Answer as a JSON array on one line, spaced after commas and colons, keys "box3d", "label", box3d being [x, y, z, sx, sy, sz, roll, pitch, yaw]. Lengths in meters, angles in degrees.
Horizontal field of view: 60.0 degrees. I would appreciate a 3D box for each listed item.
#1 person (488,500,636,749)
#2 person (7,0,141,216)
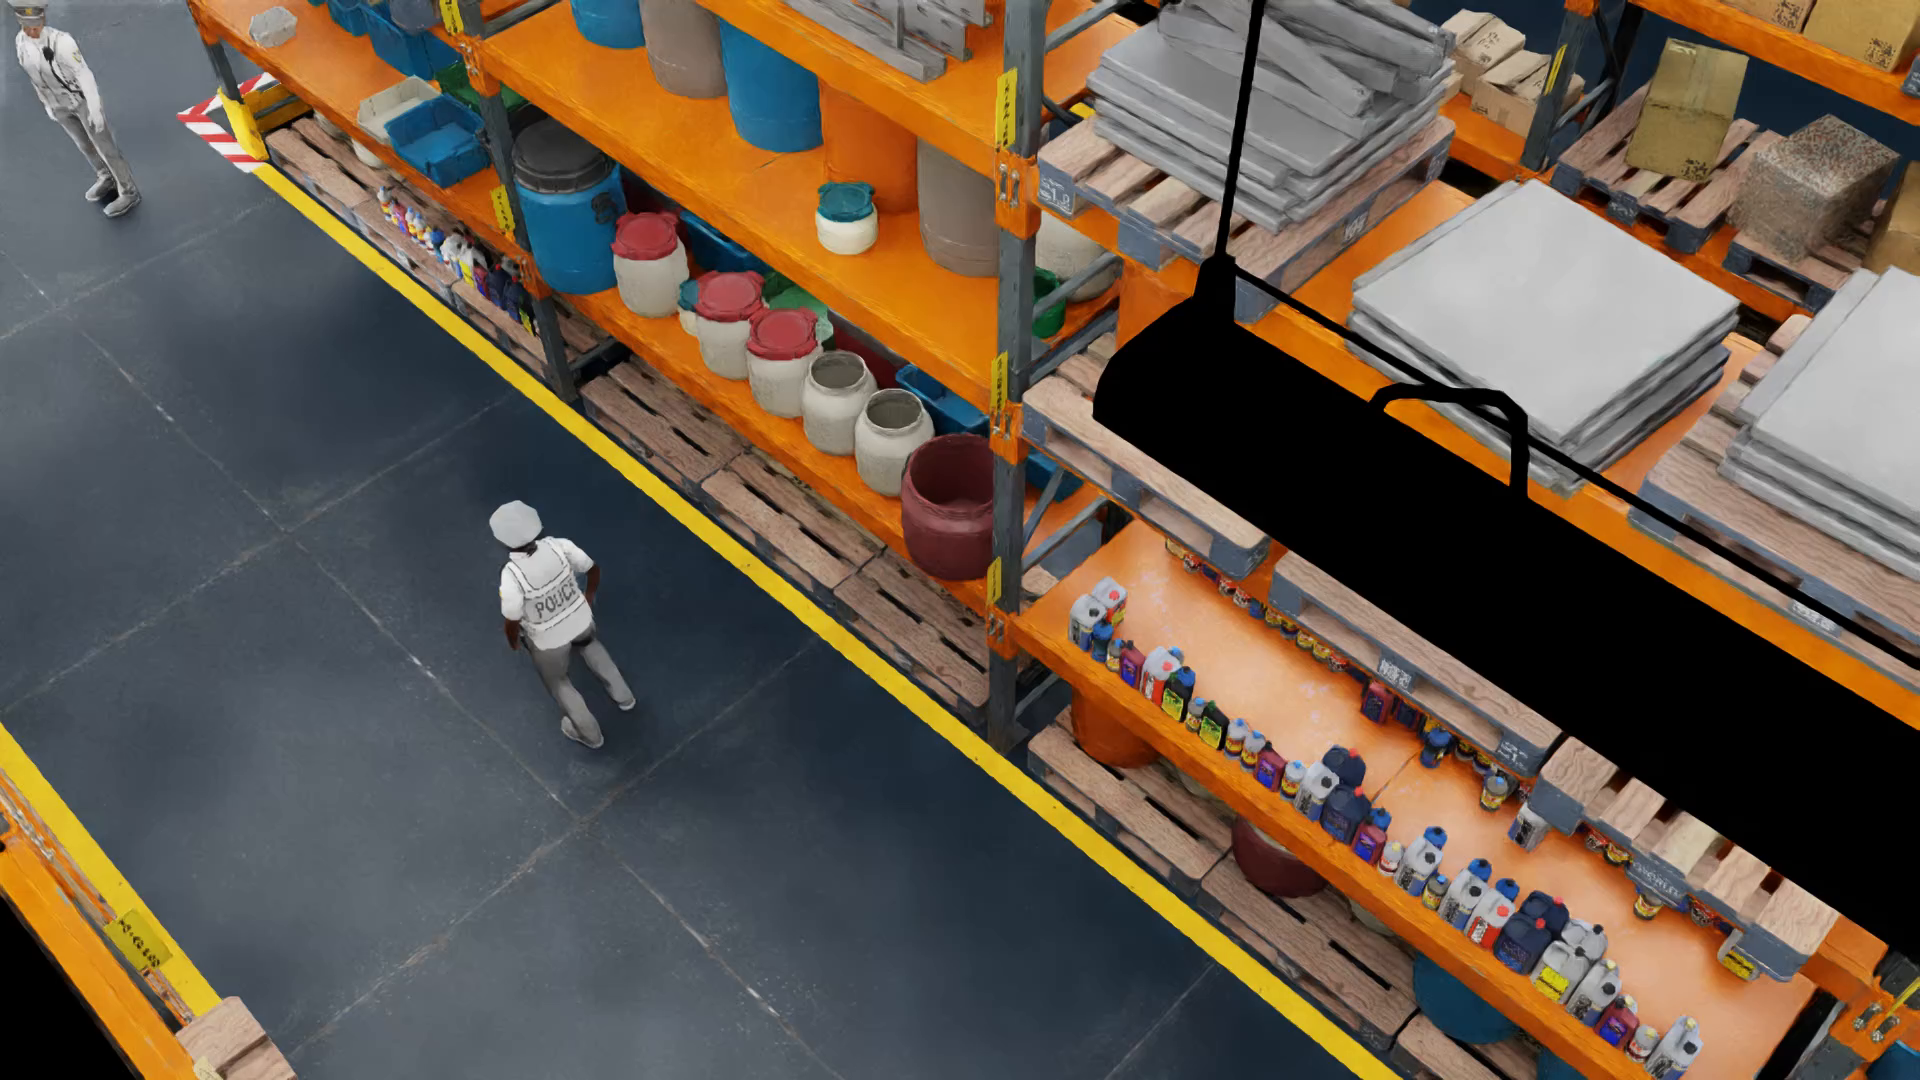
[{"box3d": [-2.157, 0.460, 8.962, 0.532, 1.618, 0.592, 34, 58, 25], "label": "person"}, {"box3d": [-6.357, -3.099, 11.880, 0.537, 1.677, 0.416, 13, 51, 10], "label": "person"}]
